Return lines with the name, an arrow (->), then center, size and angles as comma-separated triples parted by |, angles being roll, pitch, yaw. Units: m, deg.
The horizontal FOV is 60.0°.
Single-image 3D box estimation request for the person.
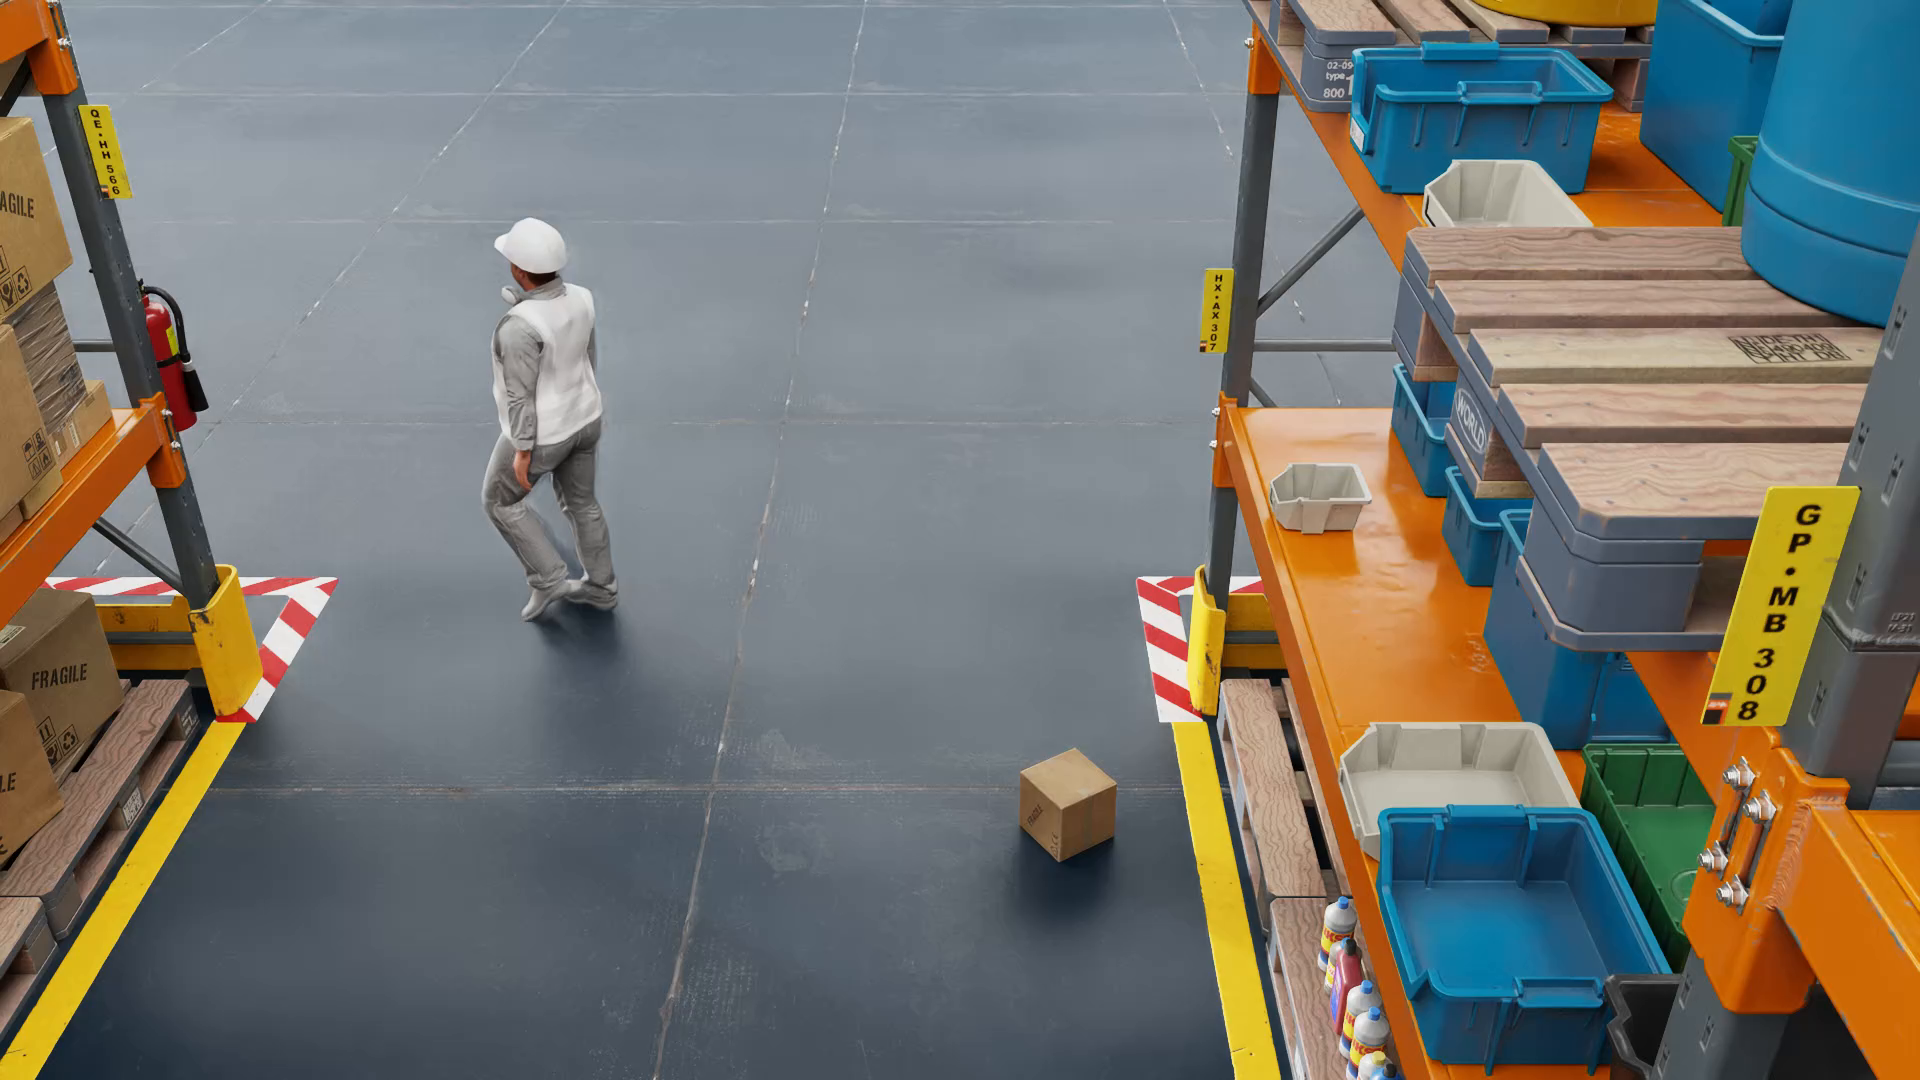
person -> -1.715, -0.471, 6.882 | 0.504, 1.820, 0.568 | 17, 35, 26
